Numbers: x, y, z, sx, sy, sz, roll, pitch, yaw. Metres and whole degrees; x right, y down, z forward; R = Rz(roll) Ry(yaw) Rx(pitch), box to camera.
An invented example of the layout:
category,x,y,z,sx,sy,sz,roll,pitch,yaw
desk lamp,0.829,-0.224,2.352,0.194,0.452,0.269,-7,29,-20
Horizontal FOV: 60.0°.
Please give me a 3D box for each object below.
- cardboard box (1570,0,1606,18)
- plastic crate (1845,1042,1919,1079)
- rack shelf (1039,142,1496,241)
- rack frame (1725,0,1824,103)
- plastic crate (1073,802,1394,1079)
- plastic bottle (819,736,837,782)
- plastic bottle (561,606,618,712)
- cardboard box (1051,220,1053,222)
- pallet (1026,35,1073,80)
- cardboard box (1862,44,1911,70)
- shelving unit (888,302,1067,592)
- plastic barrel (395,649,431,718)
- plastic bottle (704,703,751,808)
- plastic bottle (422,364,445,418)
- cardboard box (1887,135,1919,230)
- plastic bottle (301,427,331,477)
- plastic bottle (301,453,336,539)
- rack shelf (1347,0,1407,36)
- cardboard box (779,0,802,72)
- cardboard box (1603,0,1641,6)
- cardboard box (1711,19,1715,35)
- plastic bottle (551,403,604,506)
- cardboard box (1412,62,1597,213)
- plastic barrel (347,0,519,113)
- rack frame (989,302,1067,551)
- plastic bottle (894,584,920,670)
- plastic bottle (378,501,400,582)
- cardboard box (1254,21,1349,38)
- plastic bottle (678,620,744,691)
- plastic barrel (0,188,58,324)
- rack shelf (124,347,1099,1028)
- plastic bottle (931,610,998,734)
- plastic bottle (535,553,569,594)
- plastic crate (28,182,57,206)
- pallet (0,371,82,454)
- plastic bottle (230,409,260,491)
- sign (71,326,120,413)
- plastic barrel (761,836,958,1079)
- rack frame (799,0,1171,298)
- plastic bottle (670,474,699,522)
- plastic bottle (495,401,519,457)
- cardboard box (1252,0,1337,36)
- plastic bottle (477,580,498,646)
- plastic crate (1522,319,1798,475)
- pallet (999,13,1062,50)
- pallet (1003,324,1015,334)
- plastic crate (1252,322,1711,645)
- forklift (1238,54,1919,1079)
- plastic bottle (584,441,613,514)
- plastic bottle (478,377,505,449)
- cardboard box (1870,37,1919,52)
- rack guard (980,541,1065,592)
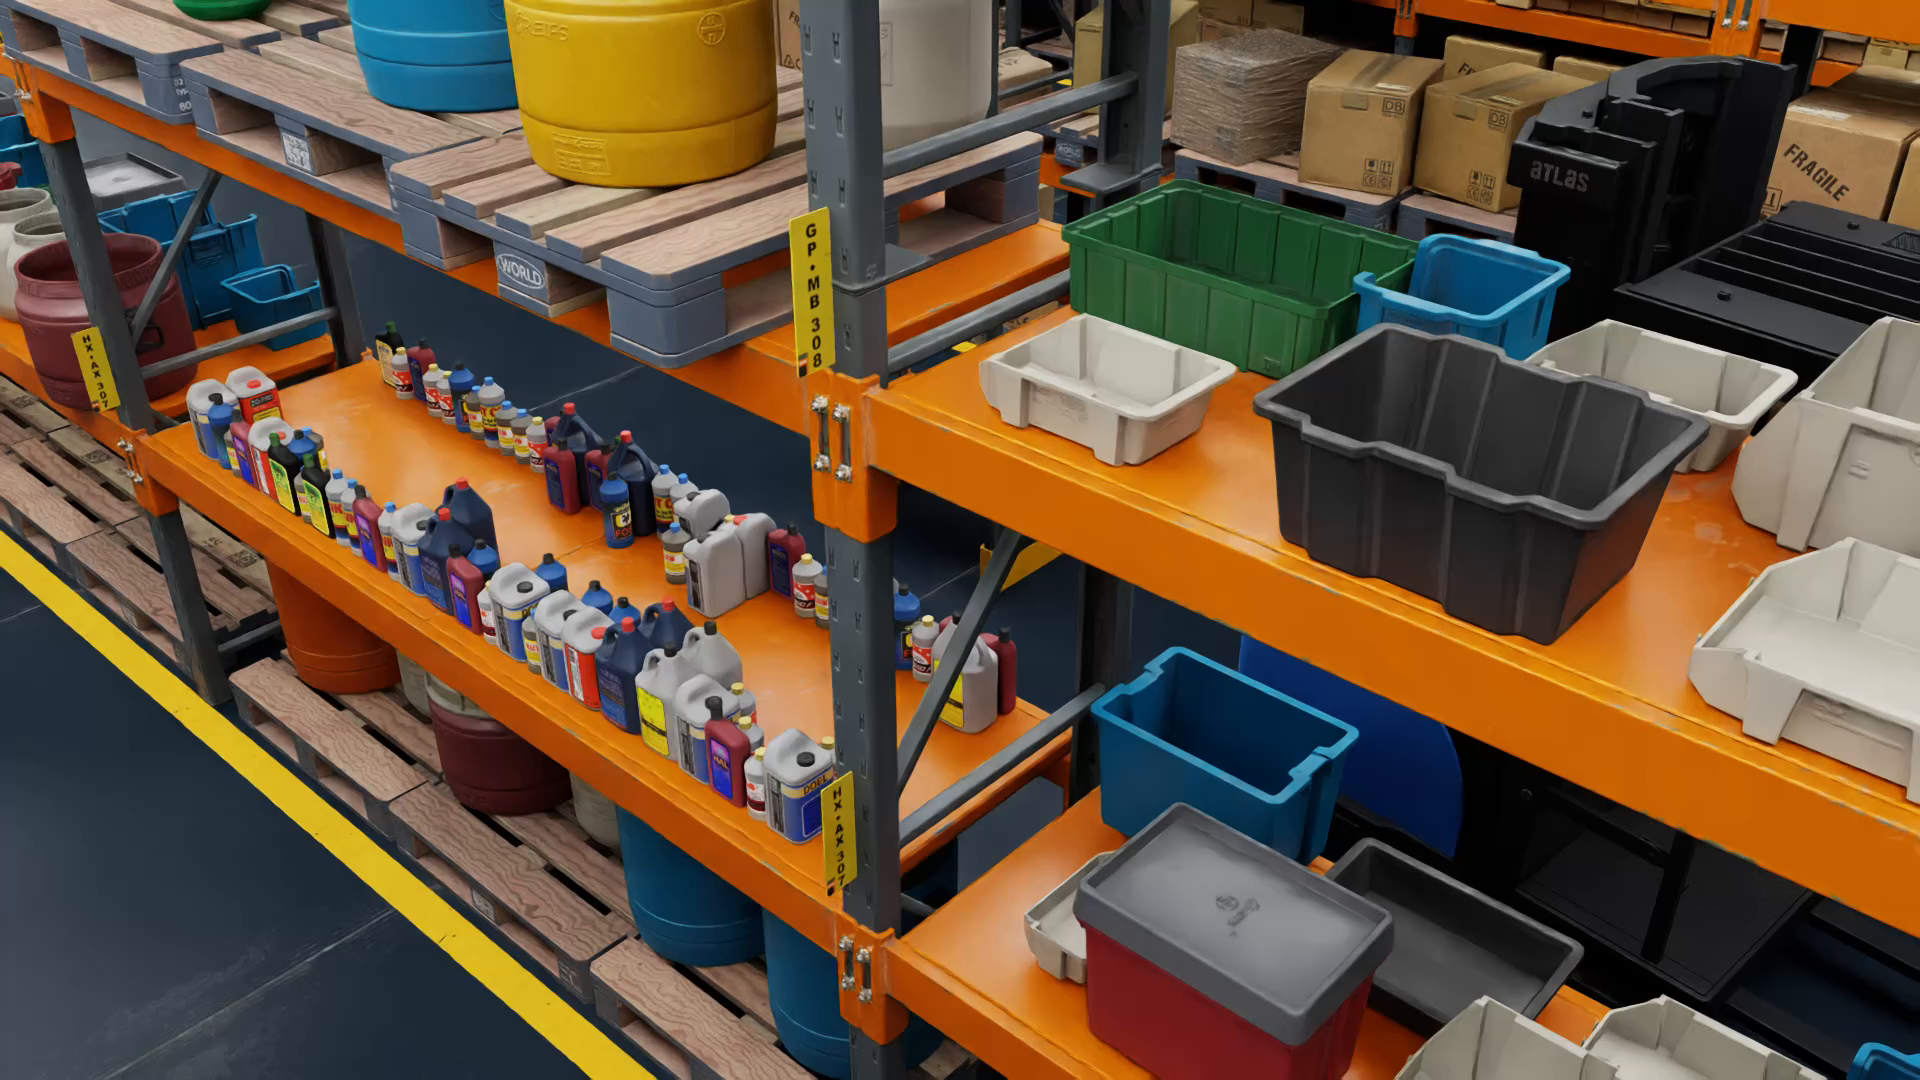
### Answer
category,x,y,z,sx,sy,sz,roll,pitch,yaw
cardboard box,4.646,-3.926,12.088,0.250,0.149,0.380,26,40,36
plastic crate,1.891,1.263,3.347,0.300,0.233,0.416,25,39,35
rack shelf,1.930,-1.673,8.818,4.000,0.370,1.077,25,39,35
rack frame,3.413,-1.289,7.483,0.127,3.000,1.000,25,39,35
plastic crate,0.580,0.956,3.634,0.583,0.464,0.402,25,39,35
plastic bottle,-0.353,0.622,4.501,0.097,0.201,0.097,0,31,0
plastic bottle,-1.068,0.343,4.892,0.135,0.276,0.152,25,39,35
cardboard box,0.256,-1.969,10.871,0.500,0.250,0.500,25,39,35
pallet,1.381,-4.490,15.503,1.213,0.211,1.003,25,39,35
cardboard box,6.091,-3.173,10.836,0.250,0.149,0.380,26,40,36
shelving unit,-0.057,-0.669,7.907,1.083,1.500,0.587,25,39,35
plastic barrel,-2.027,0.429,6.633,0.421,0.512,0.421,0,31,0
plastic bottle,-0.625,0.578,4.494,0.133,0.283,0.061,25,39,35
plastic bottle,-2.049,-0.592,6.517,0.097,0.201,0.097,0,31,0
cardboard box,3.956,-1.311,6.453,0.500,0.500,0.500,24,38,34
plastic bottle,-2.362,-0.316,6.059,0.097,0.201,0.097,0,31,0
plastic bottle,-2.193,-0.153,5.710,0.133,0.283,0.061,25,39,35
rack shelf,2.286,-4.953,14.267,4.000,0.370,1.077,25,39,35
cardboard box,-0.808,-3.291,10.711,0.500,0.500,0.500,23,38,33
cardboard box,4.706,-4.125,11.789,0.500,0.500,0.500,25,39,35
cardboard box,5.381,-3.551,11.464,0.250,0.149,0.380,24,38,34
plastic bottle,-1.356,-0.316,5.914,0.185,0.351,0.144,25,39,35
cardboard box,2.659,-1.975,8.118,0.700,0.500,0.500,-22,38,-32
plastic barrel,-1.282,-1.608,4.211,0.708,0.901,0.600,25,39,35
rack frame,0.314,-0.496,7.620,0.032,1.500,0.500,25,39,35
plastic bottle,-0.168,0.256,5.041,0.097,0.271,0.097,0,31,0
plastic bottle,-1.852,-0.002,5.469,0.097,0.271,0.097,0,31,0
cardboard box,2.896,-4.139,14.213,0.500,0.500,0.700,25,39,35
plastic bottle,-0.718,0.377,4.764,0.185,0.351,0.144,25,39,35
plastic barrel,-4.098,-1.249,7.307,0.421,0.512,0.421,0,31,0
rack shelf,-1.397,0.220,5.674,4.000,0.370,1.077,25,39,35
plastic bottle,0.013,0.365,4.783,0.185,0.351,0.144,25,39,35
plastic bottle,-1.269,0.164,5.194,0.097,0.271,0.097,0,31,0
plastic crate,-4.364,-1.579,8.171,0.662,0.188,0.450,25,39,35
pallet,-5.237,-0.713,9.230,1.213,0.211,1.003,25,39,35
plastic bottle,-2.562,-0.326,5.996,0.133,0.283,0.061,25,39,35
sign,-3.243,-0.638,6.243,0.005,0.325,0.100,25,39,35
plastic barrel,-0.306,1.128,5.095,0.708,0.901,0.600,25,39,35
rack frame,0.086,-1.966,2.791,0.127,3.000,1.000,25,39,35
plastic bottle,-0.927,-0.098,5.630,0.097,0.271,0.097,0,31,0
plastic bottle,-1.688,-0.423,6.238,0.097,0.201,0.097,0,31,0
cardboard box,2.819,-4.458,14.017,0.500,0.250,0.500,26,40,36
plastic bottle,-1.444,0.219,5.171,0.097,0.201,0.097,0,31,0
plastic crate,1.285,-0.274,3.144,0.466,0.136,0.293,25,39,35
pallet,0.281,-4.978,16.314,1.213,0.211,1.003,25,39,35
pallet,0.975,-1.206,10.048,1.213,0.211,1.003,25,39,35
plastic crate,0.823,-0.091,2.710,0.590,0.269,0.497,25,39,35
forklift,2.403,0.120,5.208,1.130,2.935,3.031,-25,39,-35
plastic bottle,-1.251,-0.225,5.828,0.133,0.283,0.061,25,39,35
plastic bottle,-1.760,-0.487,6.275,0.097,0.271,0.097,0,31,0
cardboard box,6.223,-3.427,10.629,0.500,0.500,0.500,24,39,34
rack guard,0.313,0.039,7.943,0.087,0.250,0.587,25,39,35
